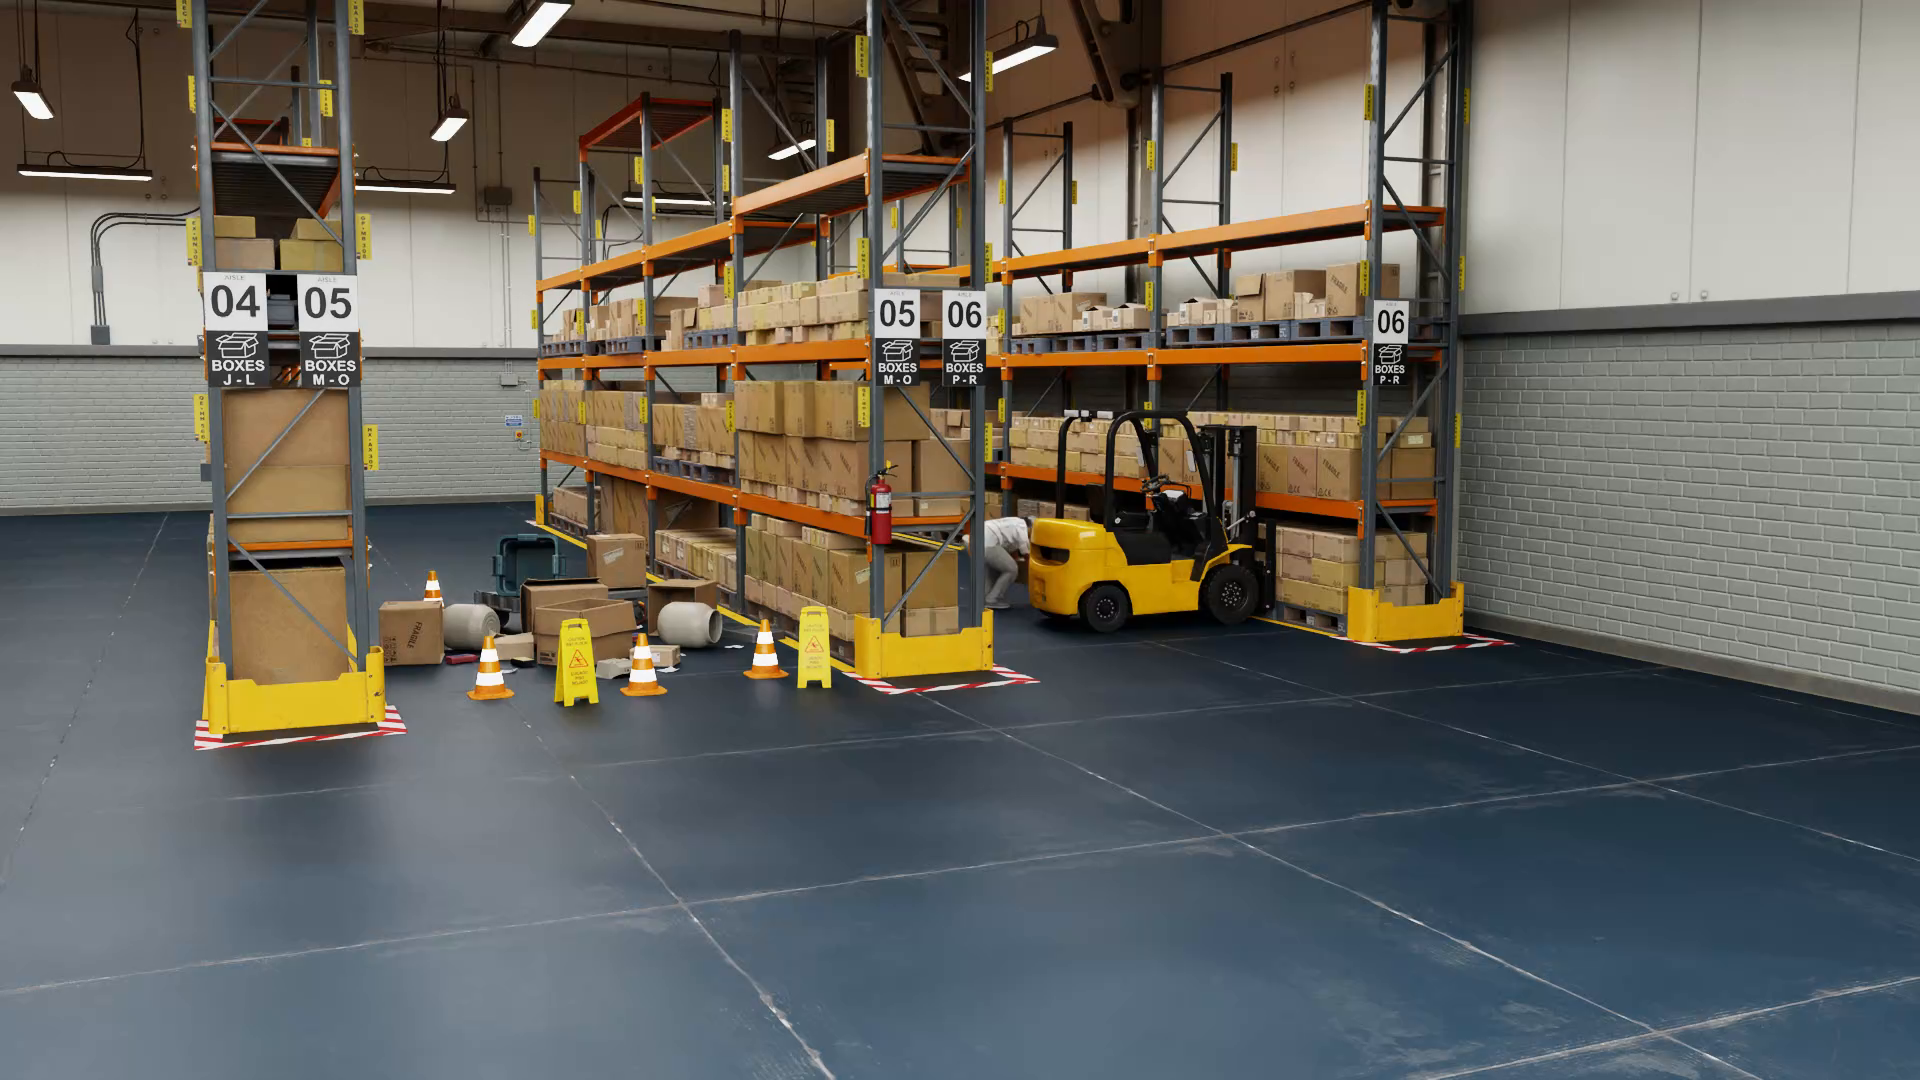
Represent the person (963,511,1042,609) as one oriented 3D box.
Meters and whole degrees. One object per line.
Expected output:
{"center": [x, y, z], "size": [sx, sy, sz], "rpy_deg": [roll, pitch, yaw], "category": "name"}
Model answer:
{"center": [0.491, 0.215, 18.093], "size": [0.937, 1.030, 0.499], "rpy_deg": [-3, 6, -27], "category": "person"}
